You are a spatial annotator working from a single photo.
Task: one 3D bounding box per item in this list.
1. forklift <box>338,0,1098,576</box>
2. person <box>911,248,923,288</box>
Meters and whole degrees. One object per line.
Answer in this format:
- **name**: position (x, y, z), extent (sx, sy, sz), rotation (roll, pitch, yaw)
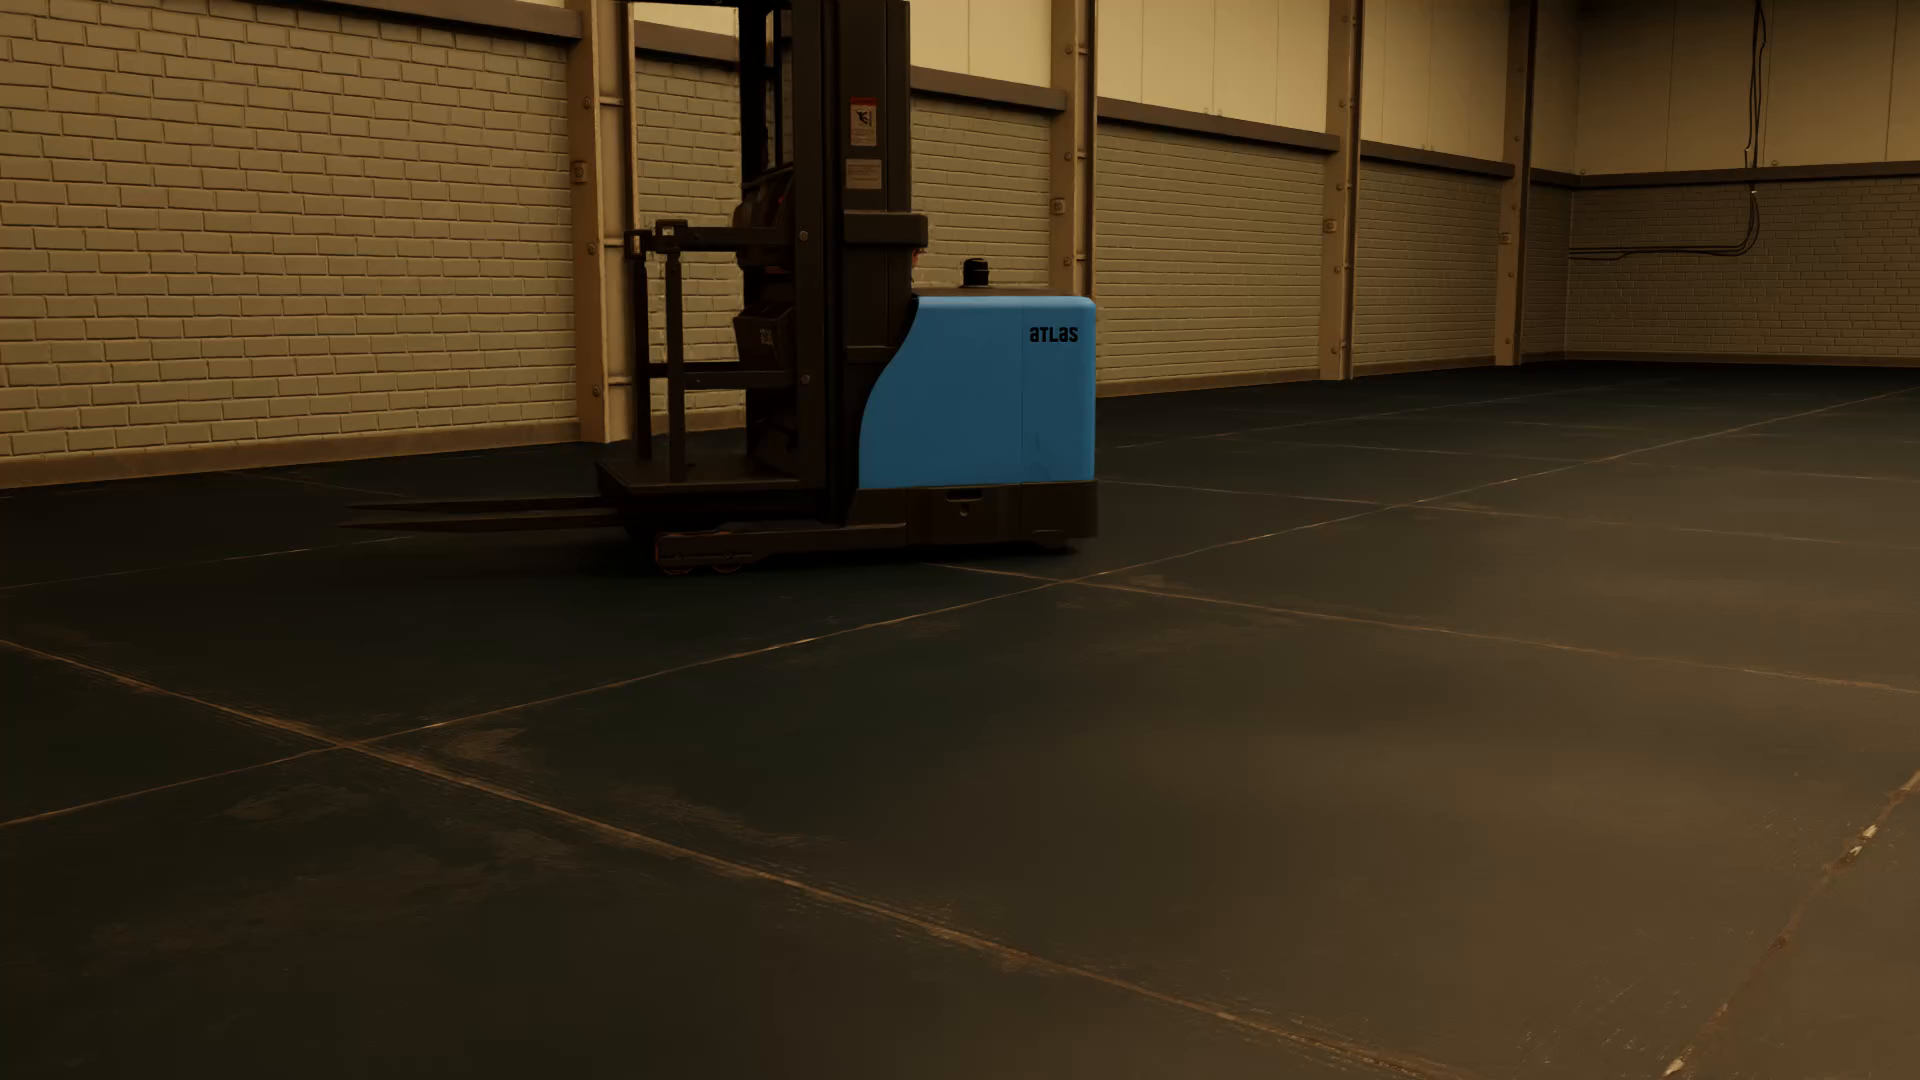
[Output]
- **forklift**: position (-0.993, -1.397, 6.828), extent (3.031, 2.935, 1.130), rotation (-3, 9, -18)
- **person**: position (-0.183, -0.831, 8.315), extent (0.642, 1.454, 0.713), rotation (-4, 9, -25)
